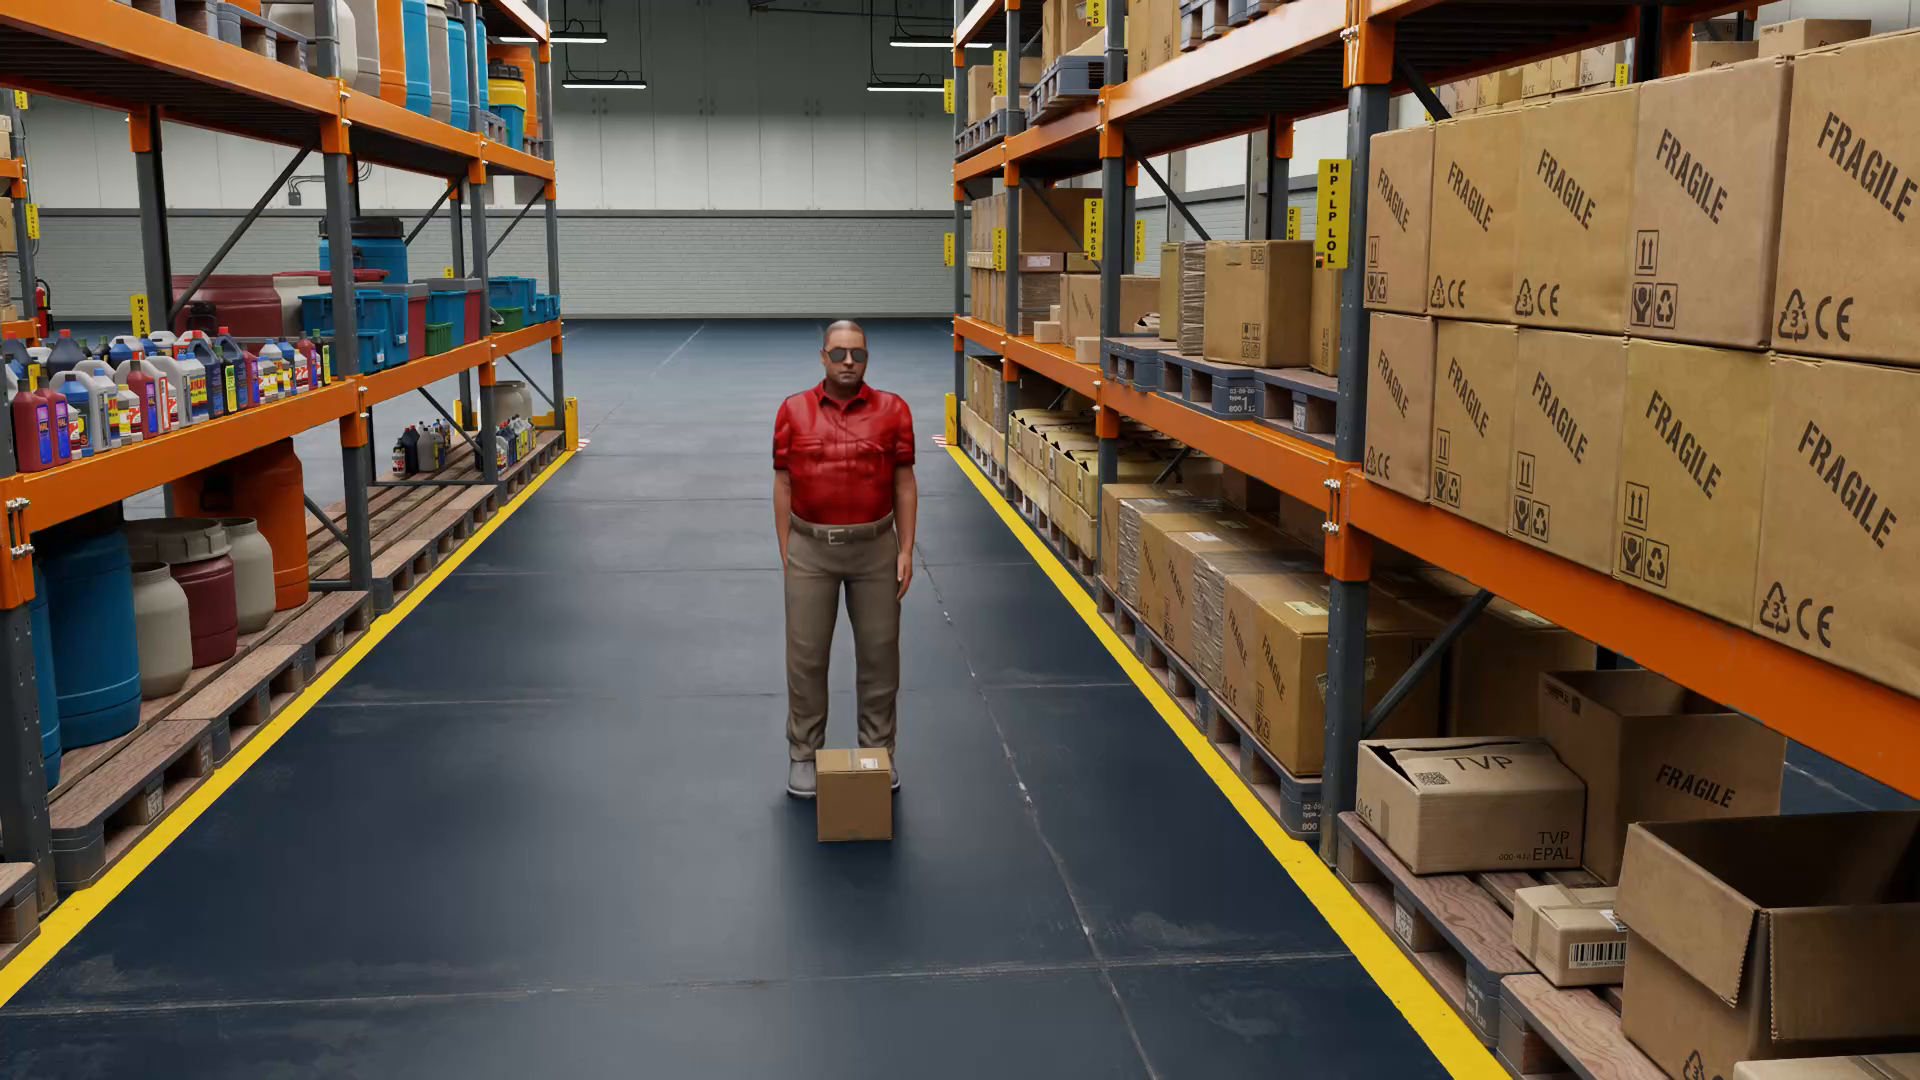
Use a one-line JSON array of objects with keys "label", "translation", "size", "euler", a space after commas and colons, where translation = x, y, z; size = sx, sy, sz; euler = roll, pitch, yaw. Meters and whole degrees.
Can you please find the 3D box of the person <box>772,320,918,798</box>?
[{"label": "person", "translation": [-0.415, 0.069, 6.078], "size": [0.527, 1.725, 0.361], "euler": [-1, 10, -5]}]
